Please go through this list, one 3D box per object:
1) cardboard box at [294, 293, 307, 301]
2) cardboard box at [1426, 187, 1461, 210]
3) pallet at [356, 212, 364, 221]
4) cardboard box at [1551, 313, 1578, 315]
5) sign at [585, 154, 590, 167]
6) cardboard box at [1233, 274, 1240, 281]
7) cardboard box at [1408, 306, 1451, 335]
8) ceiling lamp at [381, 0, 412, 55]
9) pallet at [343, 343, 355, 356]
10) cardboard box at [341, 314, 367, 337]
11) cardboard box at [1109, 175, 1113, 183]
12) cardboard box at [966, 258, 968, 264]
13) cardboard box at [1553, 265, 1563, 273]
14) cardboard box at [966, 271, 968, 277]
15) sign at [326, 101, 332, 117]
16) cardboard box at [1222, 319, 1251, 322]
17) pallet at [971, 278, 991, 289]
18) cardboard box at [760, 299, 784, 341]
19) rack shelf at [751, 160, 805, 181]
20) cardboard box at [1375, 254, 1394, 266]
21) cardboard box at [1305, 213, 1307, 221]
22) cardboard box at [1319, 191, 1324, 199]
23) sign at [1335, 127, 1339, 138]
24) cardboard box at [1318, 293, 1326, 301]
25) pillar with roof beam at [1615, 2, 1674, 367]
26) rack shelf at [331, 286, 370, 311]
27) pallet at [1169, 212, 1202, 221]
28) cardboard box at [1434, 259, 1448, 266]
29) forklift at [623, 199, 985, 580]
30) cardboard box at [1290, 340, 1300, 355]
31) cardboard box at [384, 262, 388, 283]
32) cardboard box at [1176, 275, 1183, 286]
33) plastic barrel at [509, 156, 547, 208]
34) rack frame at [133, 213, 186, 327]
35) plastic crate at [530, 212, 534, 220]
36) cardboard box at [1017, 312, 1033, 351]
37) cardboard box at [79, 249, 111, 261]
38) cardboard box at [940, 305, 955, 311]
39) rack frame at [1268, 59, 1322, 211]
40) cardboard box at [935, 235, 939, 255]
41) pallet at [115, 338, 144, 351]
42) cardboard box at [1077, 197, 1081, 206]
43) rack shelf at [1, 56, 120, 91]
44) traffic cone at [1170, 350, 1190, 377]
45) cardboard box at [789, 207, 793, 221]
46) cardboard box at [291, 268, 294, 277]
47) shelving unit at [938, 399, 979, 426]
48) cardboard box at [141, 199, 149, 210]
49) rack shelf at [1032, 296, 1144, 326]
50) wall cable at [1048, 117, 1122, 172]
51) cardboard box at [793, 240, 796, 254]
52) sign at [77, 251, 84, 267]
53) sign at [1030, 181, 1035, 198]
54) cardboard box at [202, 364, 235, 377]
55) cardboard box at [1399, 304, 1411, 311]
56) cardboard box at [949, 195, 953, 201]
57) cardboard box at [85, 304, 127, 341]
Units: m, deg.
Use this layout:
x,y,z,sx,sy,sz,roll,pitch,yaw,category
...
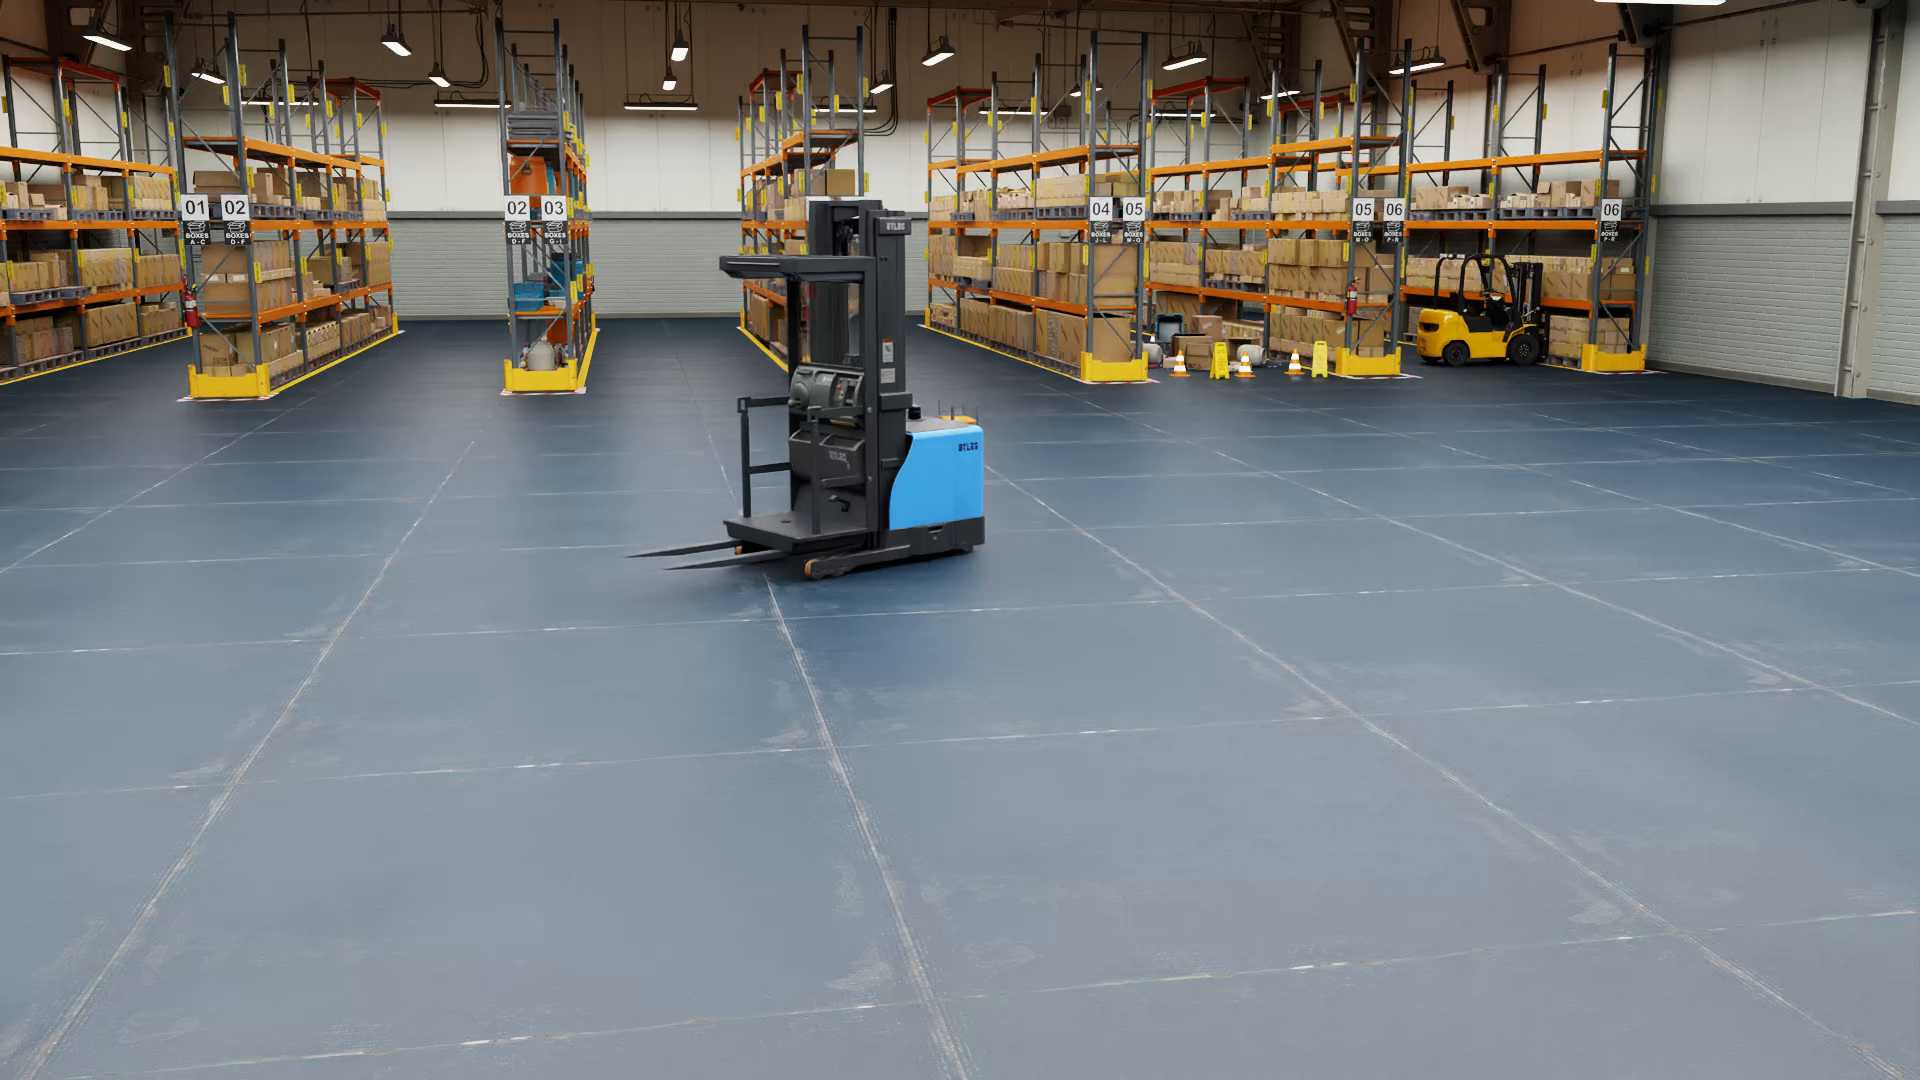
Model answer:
x,y,z,sx,sy,sz,roll,pitch,yaw,category
-12.601,-4.602,31.525,0.380,0.149,0.250,-2,11,-11,cardboard box
10.997,-7.738,37.647,0.700,0.500,0.500,-2,11,-12,cardboard box
-14.128,-7.282,37.412,1.213,0.211,1.003,-2,11,-11,pallet
12.267,-4.443,33.572,0.500,0.250,0.500,-2,11,-12,cardboard box
-9.568,-9.747,42.704,0.100,0.325,0.005,-2,11,-11,sign
6.179,-5.727,36.314,0.380,0.149,0.250,-2,11,-9,cardboard box
11.007,-5.115,38.776,0.875,0.625,0.625,-2,11,-9,cardboard box
-9.952,-10.443,29.885,0.800,3.185,2.000,-2,11,-11,ceiling lamp
-13.516,-4.058,35.450,1.003,0.211,1.213,-2,11,-11,pallet
-13.721,-4.840,37.611,0.500,0.500,0.500,-2,11,-11,cardboard box
2.900,-6.506,29.984,0.380,0.149,0.250,-2,11,-12,cardboard box
0.351,-6.544,39.013,0.380,0.149,0.250,-2,11,-9,cardboard box
11.908,-5.333,32.691,0.380,0.149,0.250,-2,11,-13,cardboard box
0.348,-6.252,39.073,0.380,0.149,0.250,-3,11,-14,cardboard box
-12.864,-8.794,33.909,0.100,0.325,0.005,-2,11,-11,sign
6.131,-4.820,37.905,0.950,0.372,0.625,-3,11,-15,cardboard box
0.952,-5.843,37.886,1.213,0.211,1.003,-2,11,-11,pallet
-3.804,-4.939,37.180,1.225,0.875,0.875,-3,11,-14,cardboard box
-4.079,-8.413,37.823,1.077,0.370,4.000,-2,11,-11,rack shelf
10.400,-6.740,40.686,0.797,0.503,0.637,-2,11,-12,cardboard box
6.929,-6.276,32.298,0.380,0.149,0.250,-2,11,-11,cardboard box
7.087,-6.572,31.721,0.380,0.149,0.250,-2,11,-13,cardboard box
9.585,-10.352,42.310,0.100,0.325,0.005,-2,11,-11,sign
7.038,-4.616,31.596,0.380,0.149,0.250,-2,11,-10,cardboard box
8.981,-7.674,30.948,9.100,9.000,0.548,-2,11,-11,pillar with roof beam
-13.797,-5.303,36.457,1.077,0.370,4.000,-2,11,-11,rack shelf
5.633,-7.711,39.670,1.003,0.211,1.213,-2,11,-8,pallet
10.934,-6.252,37.522,0.380,0.149,0.250,-2,11,-10,cardboard box
-1.242,-1.235,13.346,3.031,2.935,1.130,-9,14,-39,forklift
6.880,-3.818,32.966,0.500,0.250,0.500,-2,11,-12,cardboard box
-14.505,-6.638,41.283,0.500,0.500,0.500,-2,11,-11,cardboard box
5.481,-6.205,39.674,0.500,0.250,0.500,-2,11,-12,cardboard box
-7.211,-5.977,27.781,0.600,0.830,0.708,-2,11,-11,plastic barrel
-19.822,-6.576,41.221,1.000,3.000,0.127,-2,11,-11,rack frame
-7.658,-5.806,29.198,0.392,0.384,0.575,-2,11,-11,plastic crate
1.764,-4.289,34.100,1.050,0.750,0.750,-2,11,-11,cardboard box
-18.413,-6.058,35.380,0.500,0.250,0.500,-2,11,-12,cardboard box
-0.317,-6.027,43.248,0.380,0.149,0.250,-2,11,-10,cardboard box
6.809,-8.223,33.830,1.000,3.000,0.127,-2,11,-11,rack frame
-0.350,-7.684,43.306,0.500,0.500,0.500,-2,11,-12,cardboard box
-18.820,-4.333,36.899,1.003,0.211,1.213,-2,11,-11,pallet
2.306,-6.044,29.686,0.380,0.149,0.250,-2,11,-11,cardboard box
-18.655,-9.701,34.635,1.077,0.370,4.000,-2,11,-11,rack shelf
4.041,-3.246,30.513,0.336,0.463,0.334,-2,11,-11,traffic cone
-2.881,-6.035,30.759,0.500,0.250,0.500,-3,11,-13,cardboard box
-12.367,-4.881,30.317,0.380,0.149,0.250,-2,11,-11,cardboard box
-0.017,-0.622,14.756,0.258,1.200,0.503,-3,11,-14,shelving unit
-19.005,-7.727,38.262,0.500,0.250,0.500,-2,11,-12,cardboard box
2.362,-4.357,31.488,1.077,0.370,4.000,-2,11,-11,rack shelf
3.831,-11.483,50.962,2.355,3.000,0.029,-2,11,-11,wall cable
-2.770,-5.235,30.441,0.500,0.500,0.500,-2,11,-11,cardboard box
-17.736,-5.660,33.525,0.100,0.325,0.005,-2,11,-11,sign
1.443,-6.937,32.876,0.100,0.325,0.005,-2,11,-11,sign
-12.246,-2.765,27.432,0.500,0.250,0.500,-2,11,-11,cardboard box
10.555,-5.569,39.758,0.380,0.149,0.250,-3,11,-14,cardboard box
-0.062,-8.524,41.435,0.380,0.149,0.250,-2,11,-11,cardboard box
-18.614,-4.715,36.071,0.750,0.750,0.750,-2,11,-9,cardboard box
